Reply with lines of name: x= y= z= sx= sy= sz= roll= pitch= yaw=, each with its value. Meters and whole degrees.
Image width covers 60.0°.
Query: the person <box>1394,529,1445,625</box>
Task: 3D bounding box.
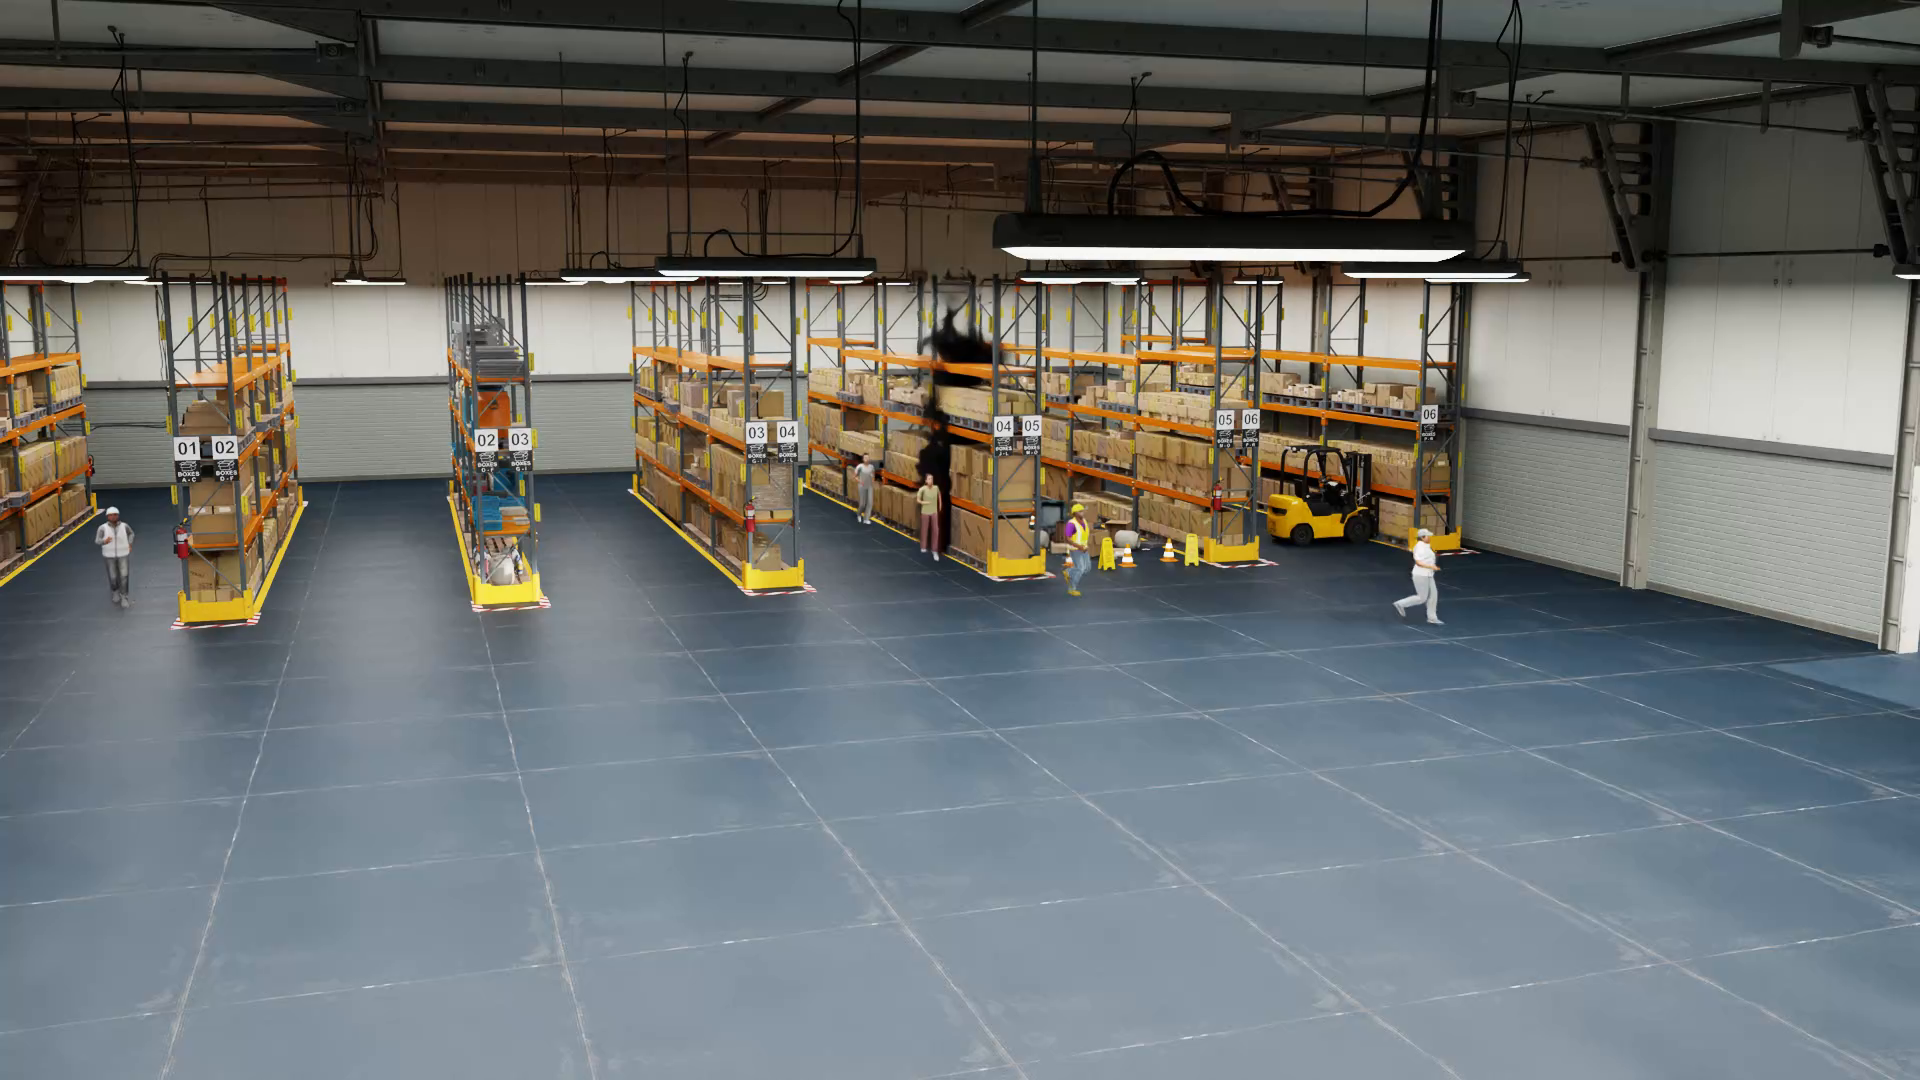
person: x=7.912 y=0.627 z=28.522 sx=0.849 sy=1.659 sz=0.607 roll=4 pitch=9 yaw=23

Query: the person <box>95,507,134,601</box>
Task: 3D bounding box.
person: x=-15.279 y=0.240 z=30.100 sx=0.651 sy=1.689 sz=0.771 roll=-5 pitch=10 yaw=-28

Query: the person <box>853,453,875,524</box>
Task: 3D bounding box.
person: x=-2.200 y=-1.213 z=38.725 sx=0.563 sy=1.639 sz=0.692 roll=-4 pitch=10 yaw=-26

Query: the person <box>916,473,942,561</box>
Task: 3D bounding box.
person: x=-0.618 y=-0.479 z=33.991 sx=0.597 sy=1.784 sz=0.690 roll=-3 pitch=9 yaw=-20

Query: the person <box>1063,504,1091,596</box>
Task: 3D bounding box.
person: x=2.203 y=0.176 z=31.275 sx=0.654 sy=1.729 sz=0.722 roll=7 pitch=11 yaw=37
